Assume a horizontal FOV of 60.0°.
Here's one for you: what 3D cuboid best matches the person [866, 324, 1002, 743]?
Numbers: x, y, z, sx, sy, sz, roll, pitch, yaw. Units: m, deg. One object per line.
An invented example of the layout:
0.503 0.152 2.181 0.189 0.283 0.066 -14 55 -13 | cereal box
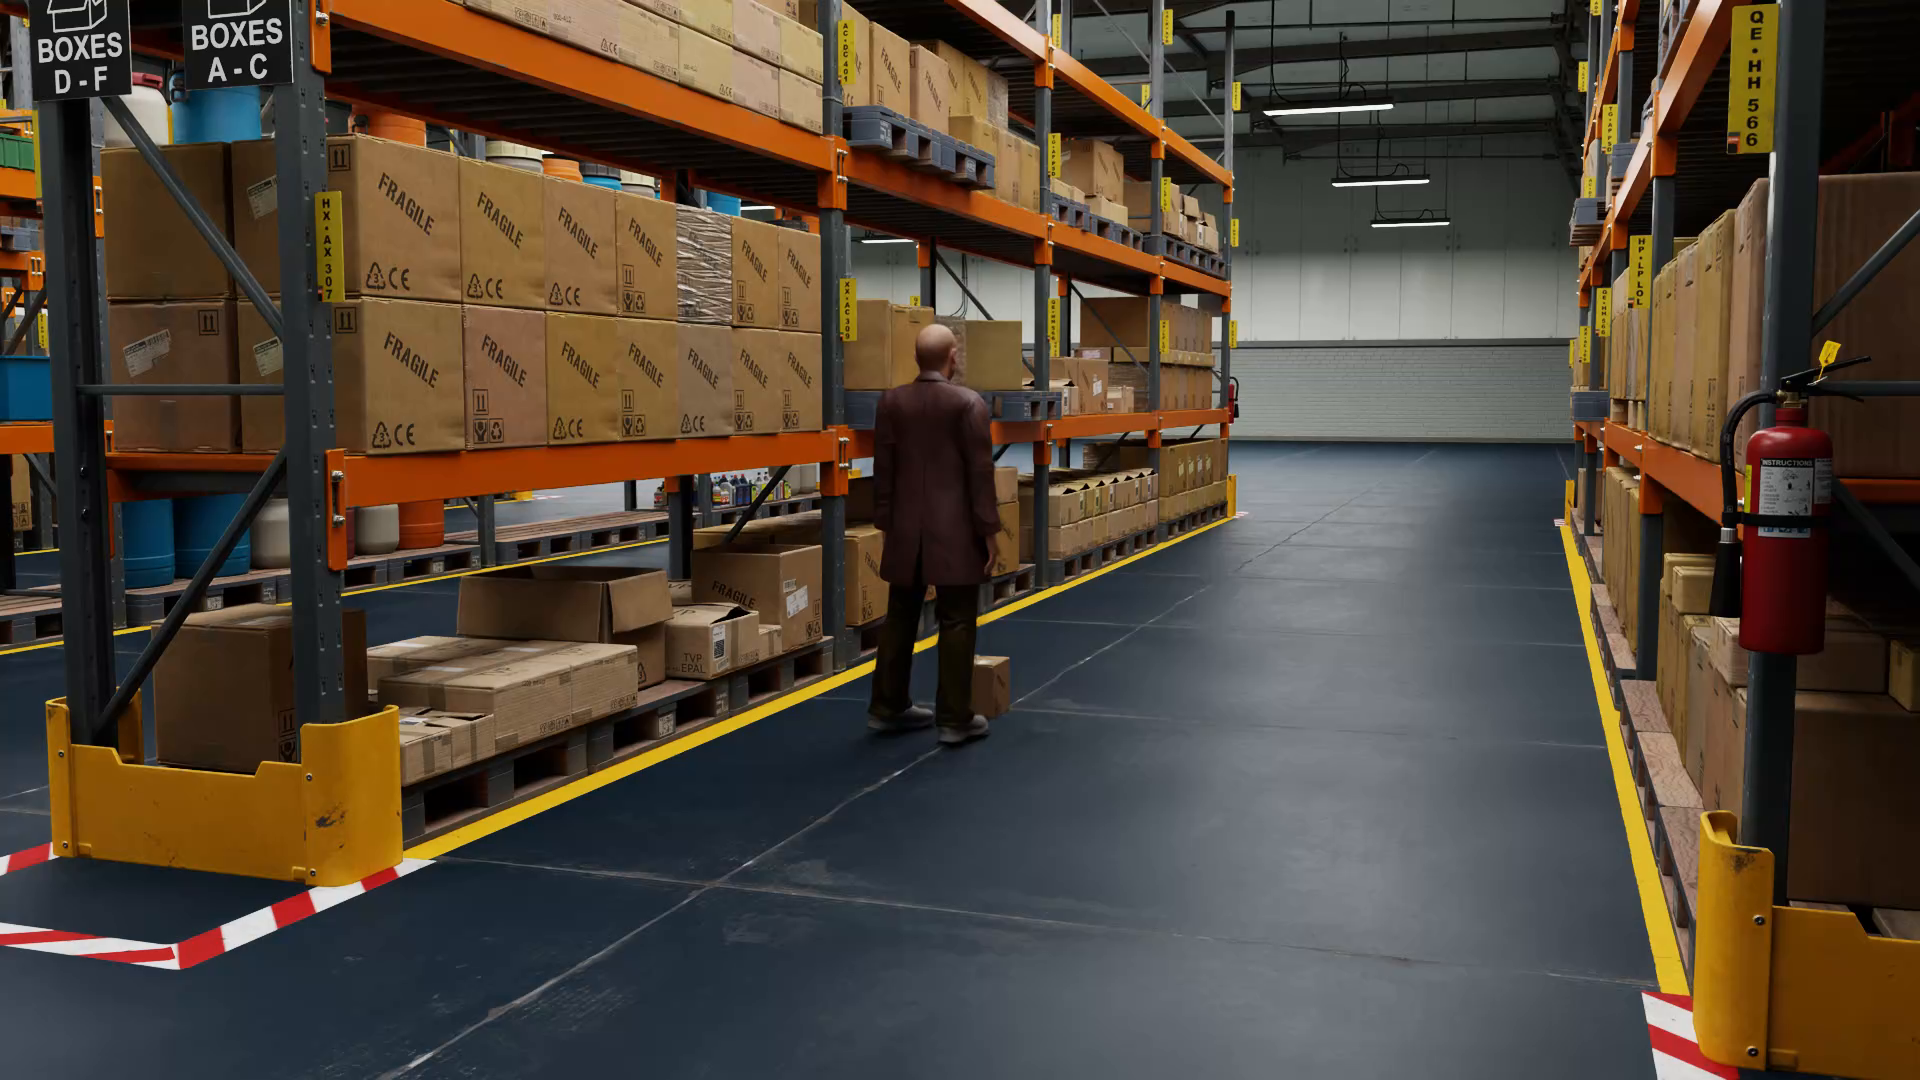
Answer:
-0.076 -0.035 7.195 0.638 1.782 0.425 3 6 26 | person
